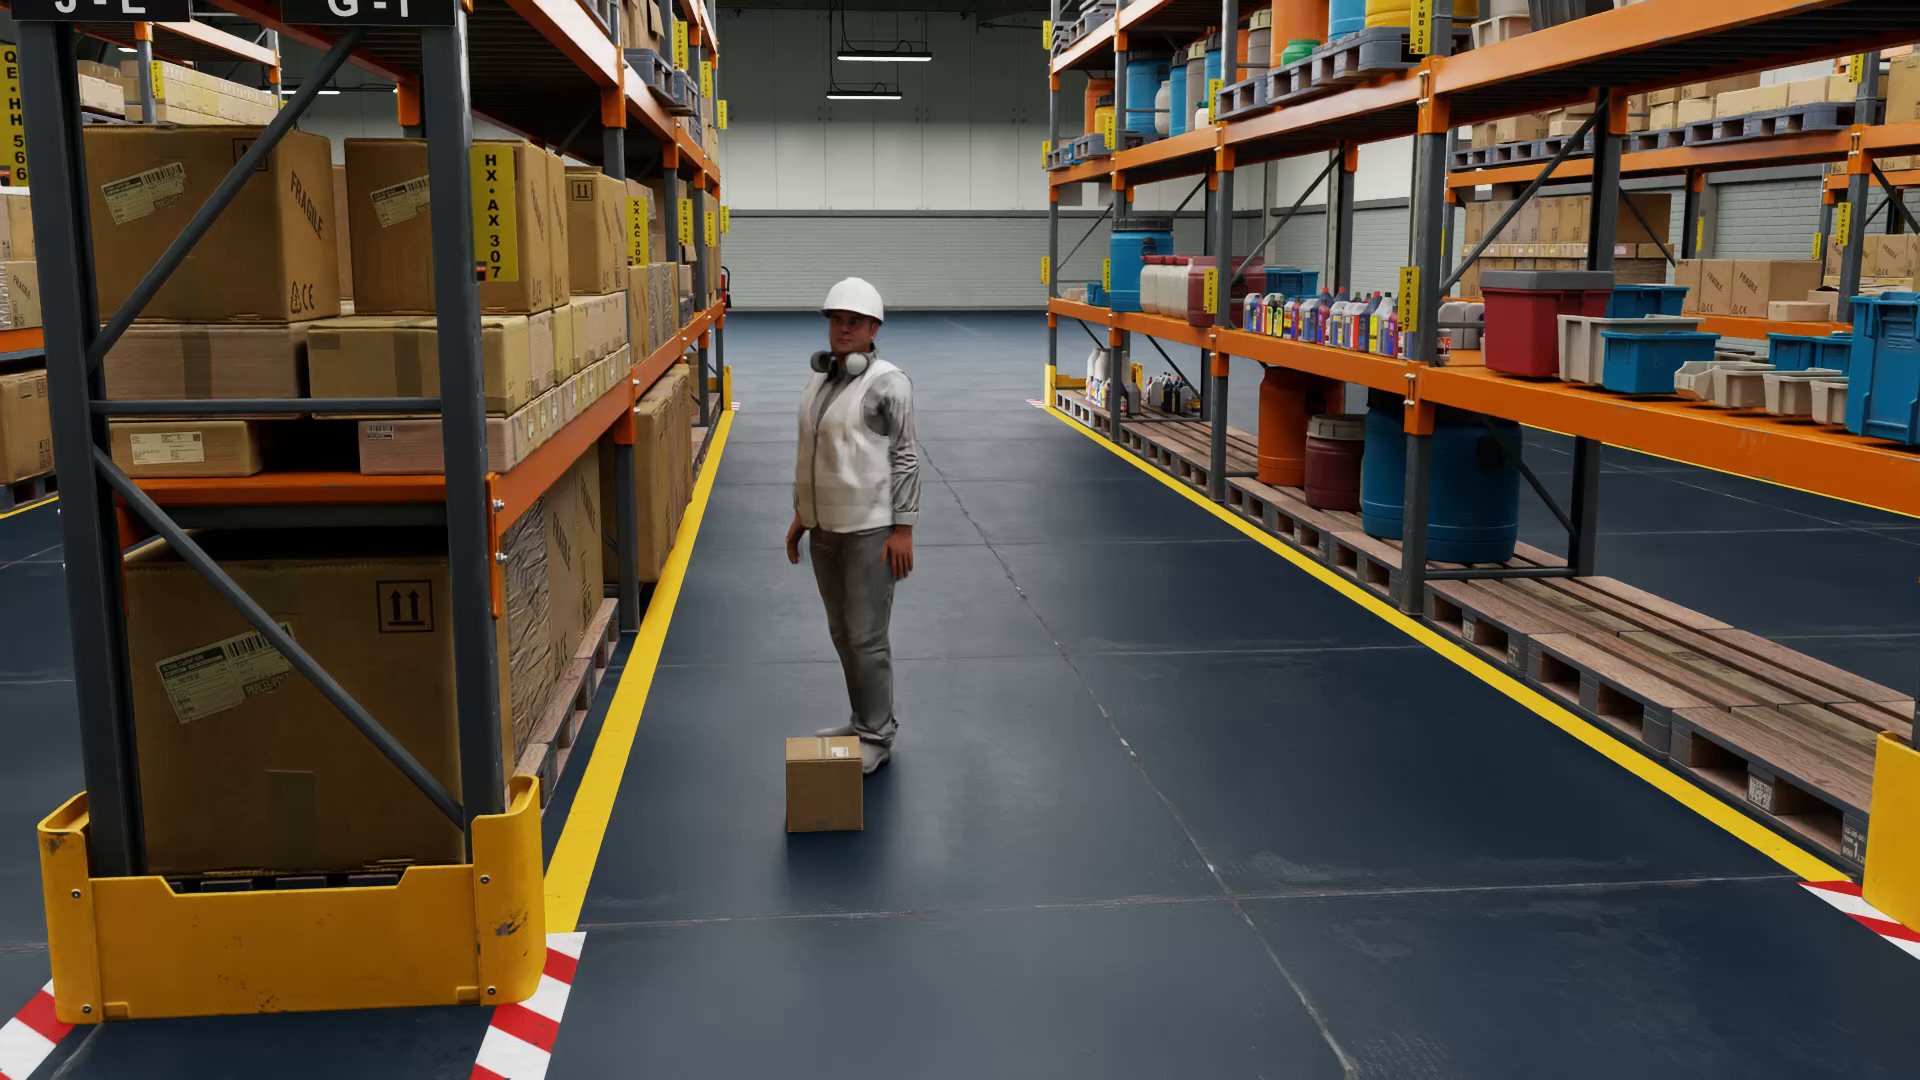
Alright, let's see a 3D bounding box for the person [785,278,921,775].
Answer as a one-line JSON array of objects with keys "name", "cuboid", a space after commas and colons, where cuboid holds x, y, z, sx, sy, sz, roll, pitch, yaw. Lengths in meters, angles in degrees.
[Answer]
[{"name": "person", "cuboid": [-0.392, -0.058, 6.066, 0.382, 1.776, 0.558, -9, 13, -42]}]
